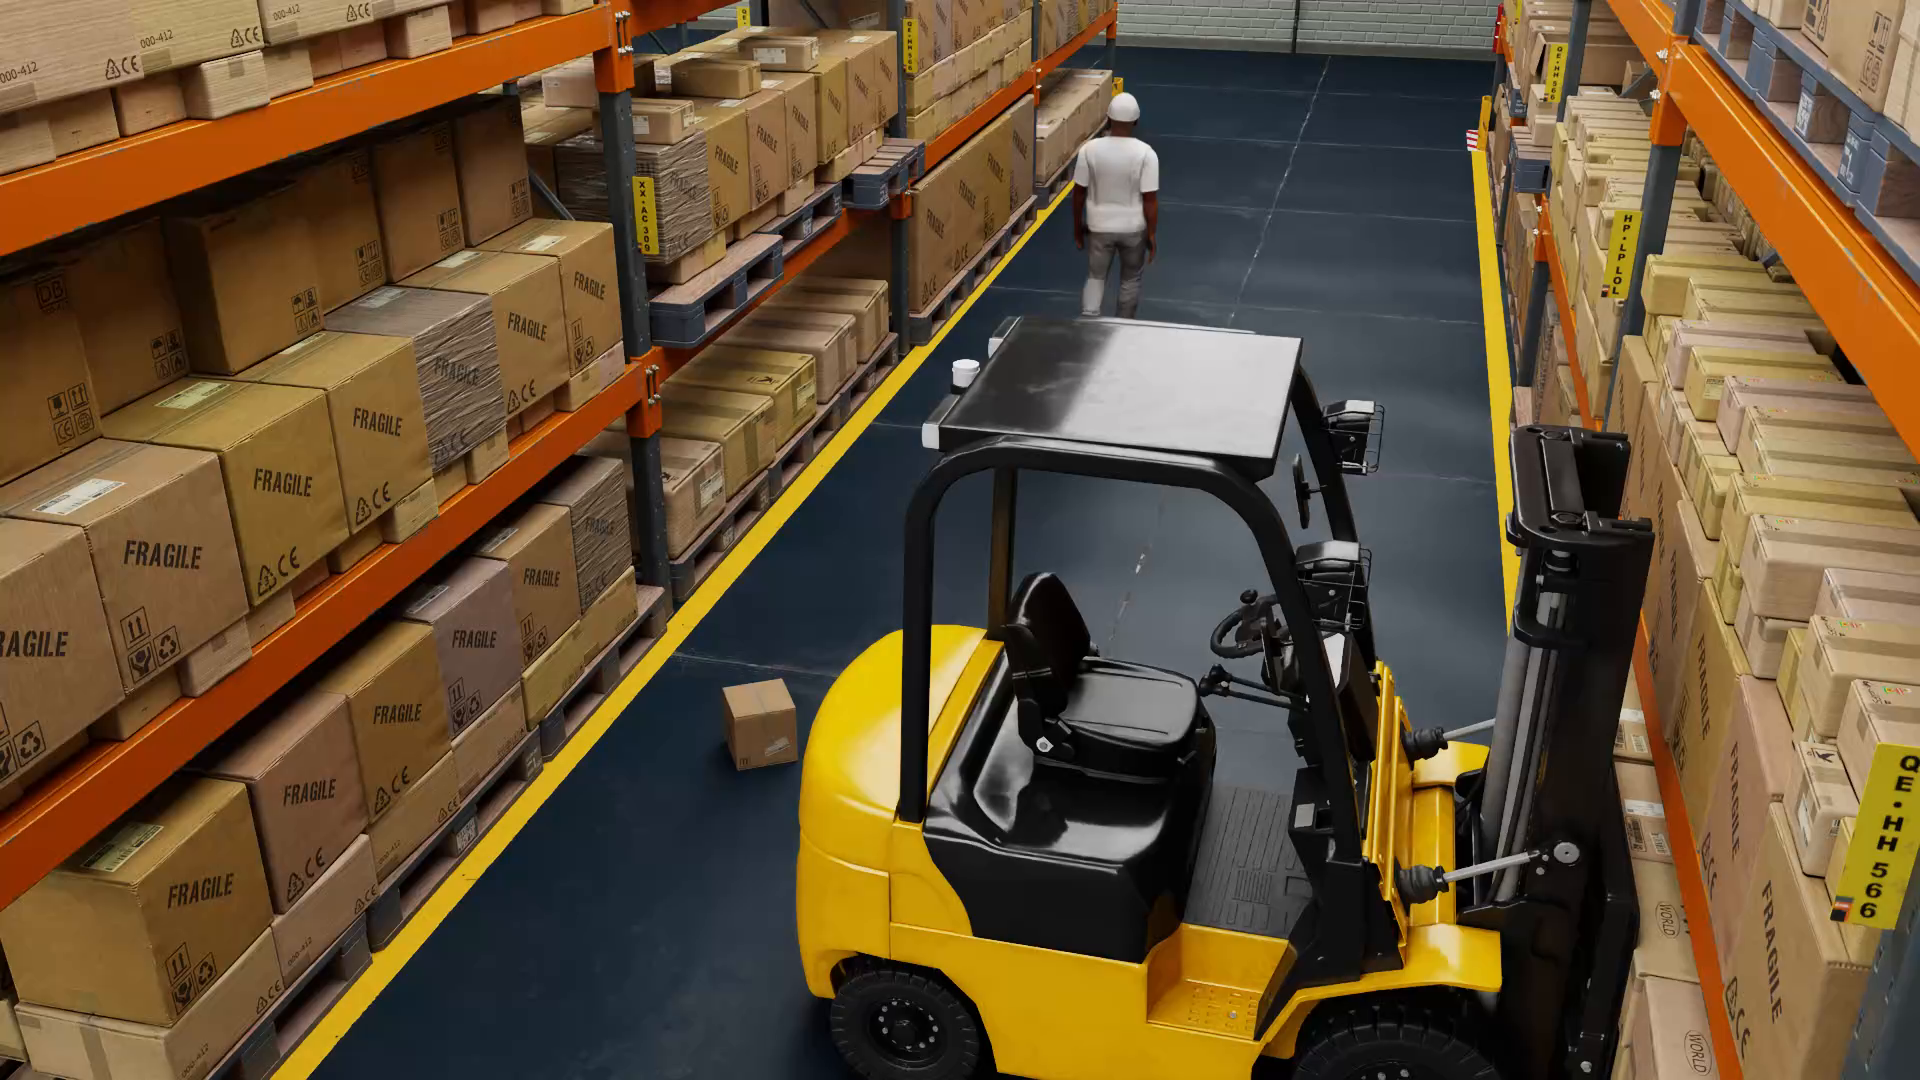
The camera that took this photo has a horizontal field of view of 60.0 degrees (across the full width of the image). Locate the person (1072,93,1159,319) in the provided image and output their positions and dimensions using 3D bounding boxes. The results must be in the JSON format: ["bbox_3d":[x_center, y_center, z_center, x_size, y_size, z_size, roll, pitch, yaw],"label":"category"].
[{"bbox_3d":[1.014,-2.052,10.932,0.575,1.744,0.806,6,26,13],"label":"person"}]
